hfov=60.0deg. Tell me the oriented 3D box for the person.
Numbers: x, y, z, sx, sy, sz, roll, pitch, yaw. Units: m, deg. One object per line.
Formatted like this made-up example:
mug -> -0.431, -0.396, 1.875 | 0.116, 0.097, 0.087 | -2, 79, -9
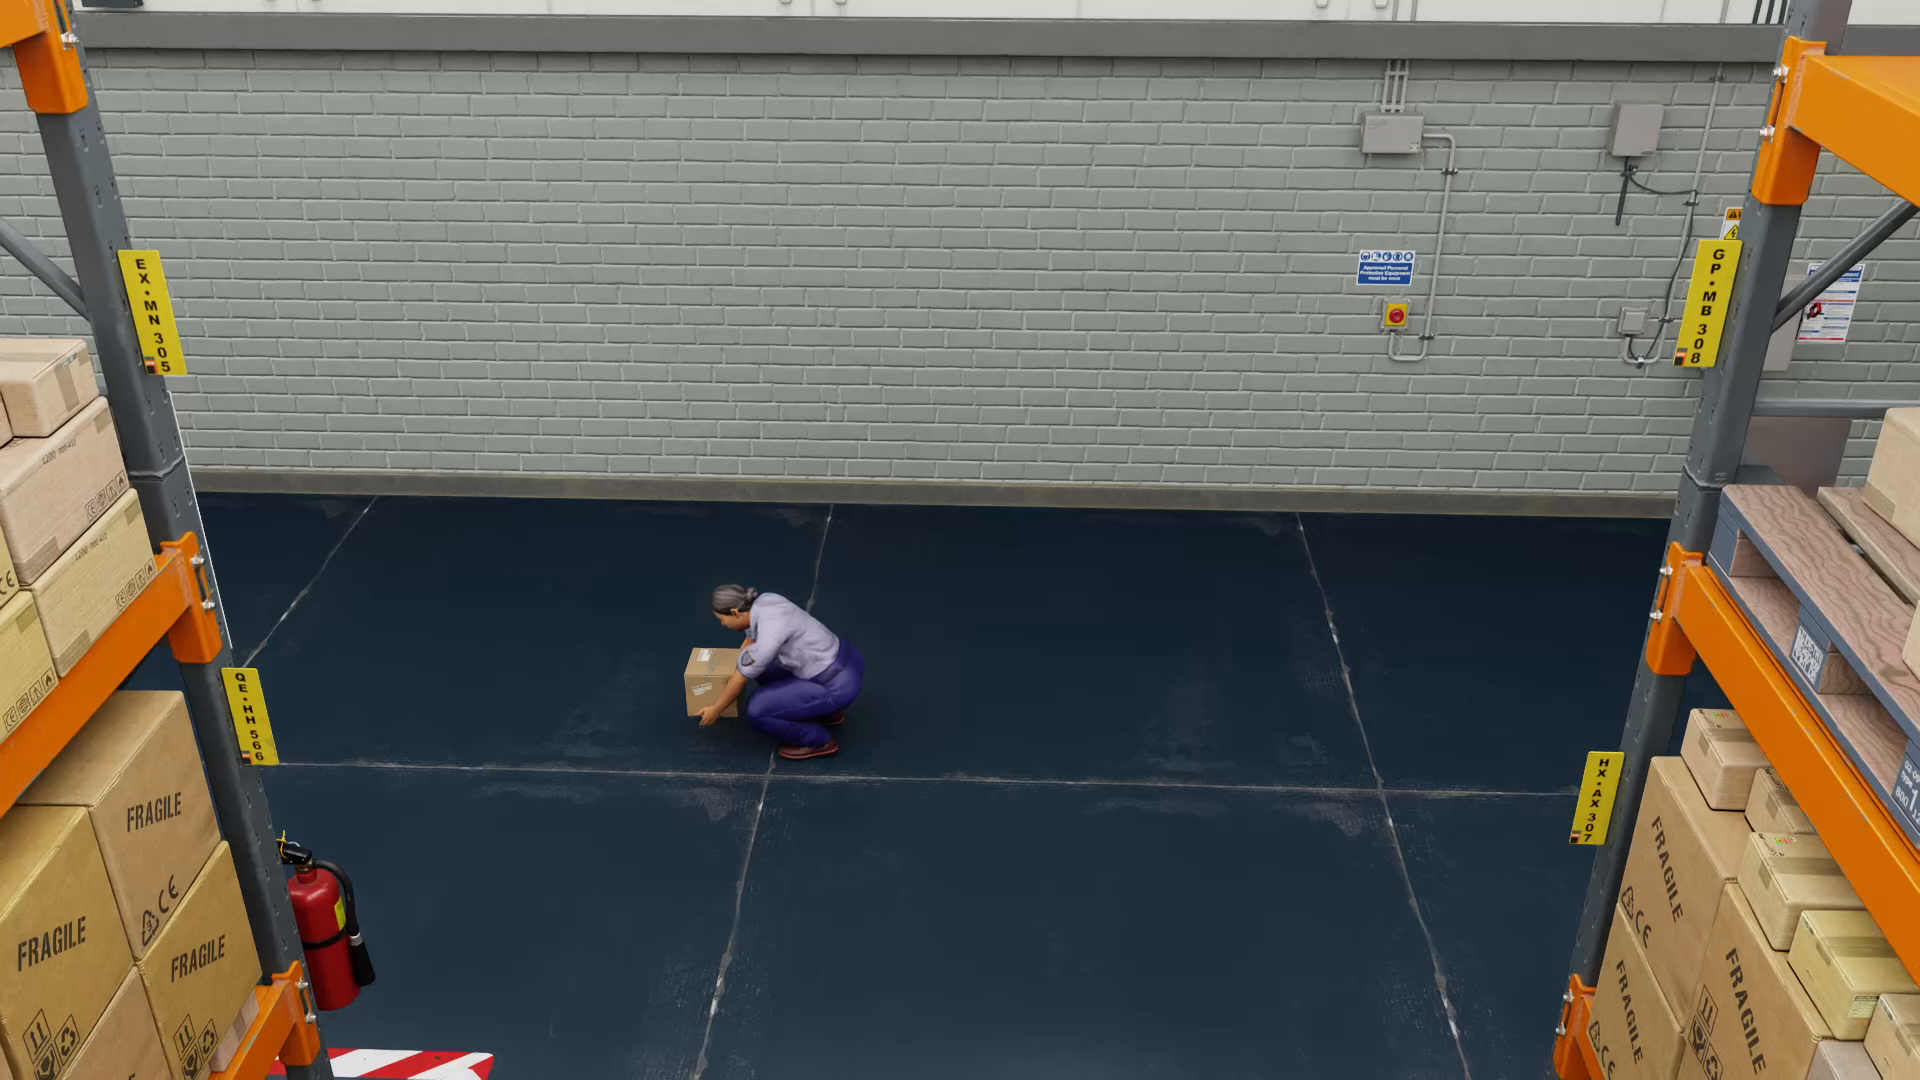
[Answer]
person -> -0.899, 0.608, 8.280 | 0.833, 0.931, 0.525 | 1, 28, 2
